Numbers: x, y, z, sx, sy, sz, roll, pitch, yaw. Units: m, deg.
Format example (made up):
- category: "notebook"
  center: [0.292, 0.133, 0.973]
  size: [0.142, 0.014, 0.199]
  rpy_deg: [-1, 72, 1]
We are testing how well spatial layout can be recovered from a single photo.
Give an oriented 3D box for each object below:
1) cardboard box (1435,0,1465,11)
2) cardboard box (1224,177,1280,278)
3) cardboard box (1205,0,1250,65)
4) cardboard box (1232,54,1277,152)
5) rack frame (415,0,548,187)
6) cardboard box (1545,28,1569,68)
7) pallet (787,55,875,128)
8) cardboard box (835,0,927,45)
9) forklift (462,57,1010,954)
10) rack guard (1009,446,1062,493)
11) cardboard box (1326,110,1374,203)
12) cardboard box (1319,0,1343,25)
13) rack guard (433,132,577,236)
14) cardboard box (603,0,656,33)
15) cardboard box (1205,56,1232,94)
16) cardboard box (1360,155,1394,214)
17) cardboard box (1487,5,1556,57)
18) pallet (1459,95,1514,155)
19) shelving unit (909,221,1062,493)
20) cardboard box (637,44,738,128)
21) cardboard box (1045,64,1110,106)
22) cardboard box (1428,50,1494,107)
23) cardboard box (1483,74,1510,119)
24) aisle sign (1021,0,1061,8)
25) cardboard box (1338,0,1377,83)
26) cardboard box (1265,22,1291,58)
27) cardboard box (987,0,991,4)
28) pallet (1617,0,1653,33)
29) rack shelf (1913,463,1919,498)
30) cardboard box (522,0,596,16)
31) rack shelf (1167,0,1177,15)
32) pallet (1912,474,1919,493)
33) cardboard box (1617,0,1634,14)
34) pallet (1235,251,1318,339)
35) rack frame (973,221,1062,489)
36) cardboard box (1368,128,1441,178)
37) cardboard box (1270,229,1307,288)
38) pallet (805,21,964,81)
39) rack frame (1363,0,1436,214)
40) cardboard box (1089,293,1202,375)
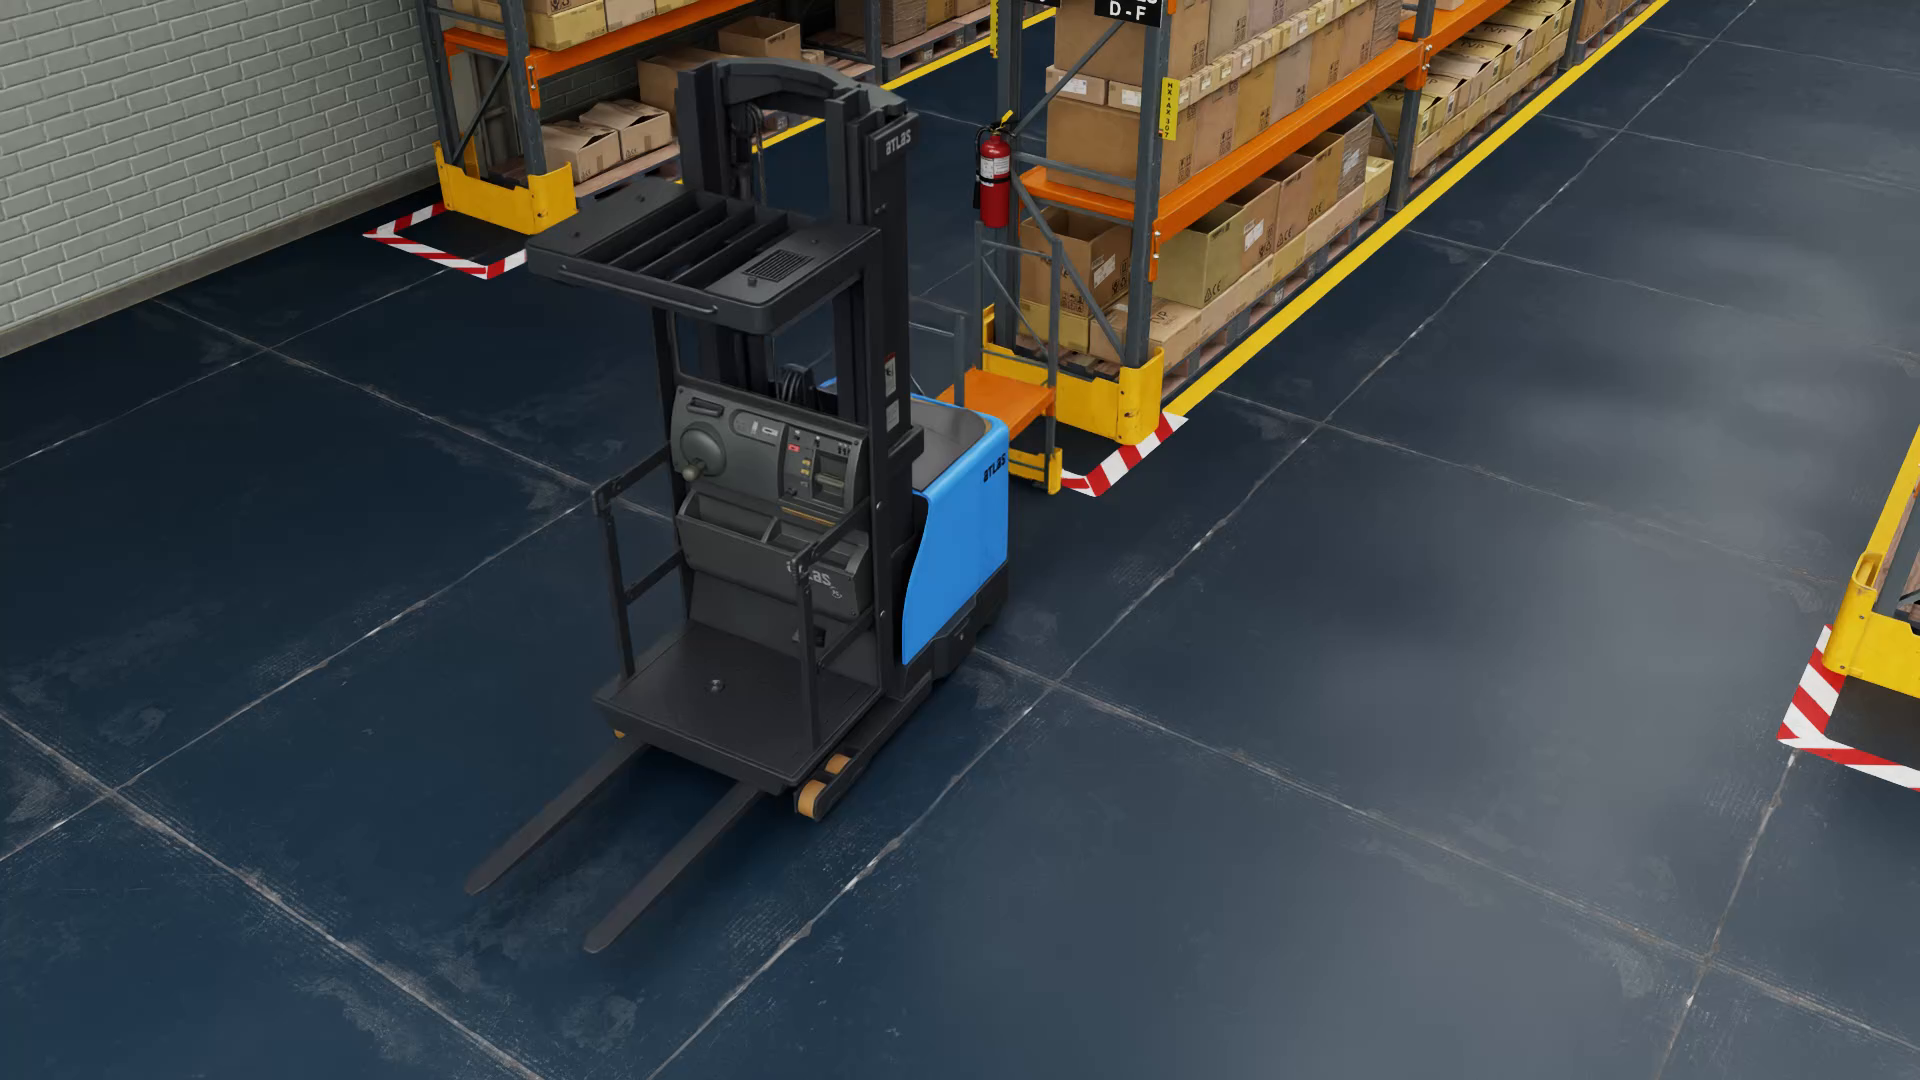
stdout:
- category: "cardboard box"
  center: [3.603, -4.137, 12.590]
  size: [0.380, 0.149, 0.250]
  rpy_deg: [21, 39, 28]
- category: "cardboard box"
  center: [1.696, -2.044, 10.681]
  size: [0.500, 0.500, 0.500]
  rpy_deg: [21, 39, 28]
- category: "cardboard box"
  center: [1.251, -3.116, 9.608]
  size: [0.700, 0.500, 0.500]
  rpy_deg: [20, 39, 27]
- category: "cardboard box"
  center: [1.509, -2.780, 10.270]
  size: [0.700, 0.500, 0.500]
  rpy_deg: [22, 40, 28]
- category: "rack frame"
  center: [-3.423, -3.639, 11.628]
  size: [1.000, 3.000, 0.127]
  rpy_deg: [21, 39, 28]
- category: "cardboard box"
  center: [5.111, -4.455, 14.915]
  size: [0.500, 0.250, 0.500]
  rpy_deg: [22, 40, 29]
- category: "pallet"
  center: [-1.496, -4.004, 14.658]
  size: [1.003, 0.211, 1.213]
  rpy_deg: [21, 39, 28]
- category: "cardboard box"
  center: [-0.736, -4.970, 15.436]
  size: [0.700, 0.500, 0.500]
  rpy_deg: [23, 40, 30]
- category: "forklift"
  center: [-0.915, -0.308, 6.765]
  size: [1.130, 2.935, 3.031]
  rpy_deg: [18, 38, 24]
- category: "rack guard"
  center: [0.298, -0.461, 9.385]
  size: [0.587, 0.250, 0.087]
  rpy_deg: [18, 38, 24]
- category: "cardboard box"
  center: [2.550, -2.735, 11.702]
  size: [0.500, 0.500, 0.500]
  rpy_deg: [21, 39, 28]
- category: "cardboard box"
  center: [2.225, -3.432, 10.654]
  size: [0.380, 0.149, 0.250]
  rpy_deg: [22, 40, 29]
- category: "rack guard"
  center: [-3.379, -2.638, 12.380]
  size: [1.175, 0.500, 0.348]
  rpy_deg: [21, 39, 28]
- category: "cardboard box"
  center: [-2.599, -3.951, 12.207]
  size: [0.500, 0.250, 0.500]
  rpy_deg: [20, 39, 27]
- category: "cardboard box"
  center: [1.341, -2.717, 9.597]
  size: [0.380, 0.149, 0.250]
  rpy_deg: [21, 40, 28]
- category: "cardboard box"
  center: [2.845, -2.651, 12.247]
  size: [0.500, 0.250, 0.500]
  rpy_deg: [21, 39, 28]
- category: "cardboard box"
  center: [4.823, -4.446, 14.401]
  size: [0.500, 0.311, 0.500]
  rpy_deg: [21, 39, 28]
- category: "pallet"
  center: [4.013, -3.659, 14.148]
  size: [1.003, 0.211, 1.213]
  rpy_deg: [21, 39, 28]
- category: "shelving unit"
  center: [0.053, -0.736, 8.676]
  size: [0.587, 1.500, 1.083]
  rpy_deg: [18, 38, 24]
- category: "cardboard box"
  center: [-2.170, -3.659, 13.497]
  size: [0.700, 0.500, 0.500]
  rpy_deg: [19, 38, 25]
- category: "cardboard box"
  center: [0.710, -2.605, 9.432]
  size: [0.380, 0.149, 0.250]
  rpy_deg: [21, 39, 27]
- category: "cardboard box"
  center: [3.954, -3.744, 13.363]
  size: [0.500, 0.311, 0.500]
  rpy_deg: [20, 39, 27]
- category: "cardboard box"
  center: [4.240, -3.748, 13.870]
  size: [0.500, 0.250, 0.500]
  rpy_deg: [22, 40, 29]
- category: "aisle sign"
  center: [0.370, -3.199, 8.657]
  size: [0.394, 0.787, 0.004]
  rpy_deg: [21, 39, 28]
- category: "cardboard box"
  center: [2.386, -3.489, 11.318]
  size: [0.700, 0.500, 0.500]
  rpy_deg: [21, 39, 28]
- category: "cardboard box"
  center: [1.782, -3.073, 10.124]
  size: [0.380, 0.149, 0.250]
  rpy_deg: [21, 39, 28]
- category: "cardboard box"
  center: [0.122, -5.681, 16.488]
  size: [0.700, 0.500, 0.500]
  rpy_deg: [21, 39, 28]
- category: "pallet"
  center: [6.363, -5.475, 16.834]
  size: [1.003, 0.211, 1.213]
  rpy_deg: [21, 39, 28]
- category: "rack shelf"
  center: [5.856, -1.097, 8.512]
  size: [1.077, 0.370, 4.000]
  rpy_deg: [21, 39, 28]
- category: "cardboard box"
  center: [-2.904, -4.019, 11.638]
  size: [0.500, 0.500, 0.500]
  rpy_deg: [21, 39, 28]
- category: "rack shelf"
  center: [1.789, -3.923, 10.014]
  size: [1.077, 0.370, 4.000]
  rpy_deg: [21, 39, 28]
- category: "pallet"
  center: [5.885, -0.300, 9.181]
  size: [1.003, 0.211, 1.213]
  rpy_deg: [21, 39, 28]
- category: "cardboard box"
  center: [6.289, -5.477, 16.185]
  size: [0.500, 0.500, 0.500]
  rpy_deg: [21, 39, 28]
- category: "pallet"
  center: [1.747, -1.827, 11.439]
  size: [1.003, 0.211, 1.213]
  rpy_deg: [21, 39, 28]
- category: "rack frame"
  center: [0.299, -0.980, 9.036]
  size: [0.500, 1.500, 0.032]
  rpy_deg: [18, 38, 24]
- category: "cardboard box"
  center: [3.363, -3.040, 12.823]
  size: [0.500, 0.250, 0.500]
  rpy_deg: [20, 39, 27]
- category: "cardboard box"
  center: [1.994, -1.959, 11.224]
  size: [0.500, 0.250, 0.500]
  rpy_deg: [21, 39, 28]
- category: "pallet"
  center: [-0.699, -4.683, 15.662]
  size: [1.003, 0.211, 1.213]
  rpy_deg: [21, 39, 28]
- category: "rack frame"
  center: [2.930, -3.899, 12.013]
  size: [1.000, 3.000, 0.127]
  rpy_deg: [21, 39, 28]
- category: "cardboard box"
  center: [1.137, -1.269, 10.204]
  size: [0.500, 0.250, 0.500]
  rpy_deg: [21, 39, 28]
